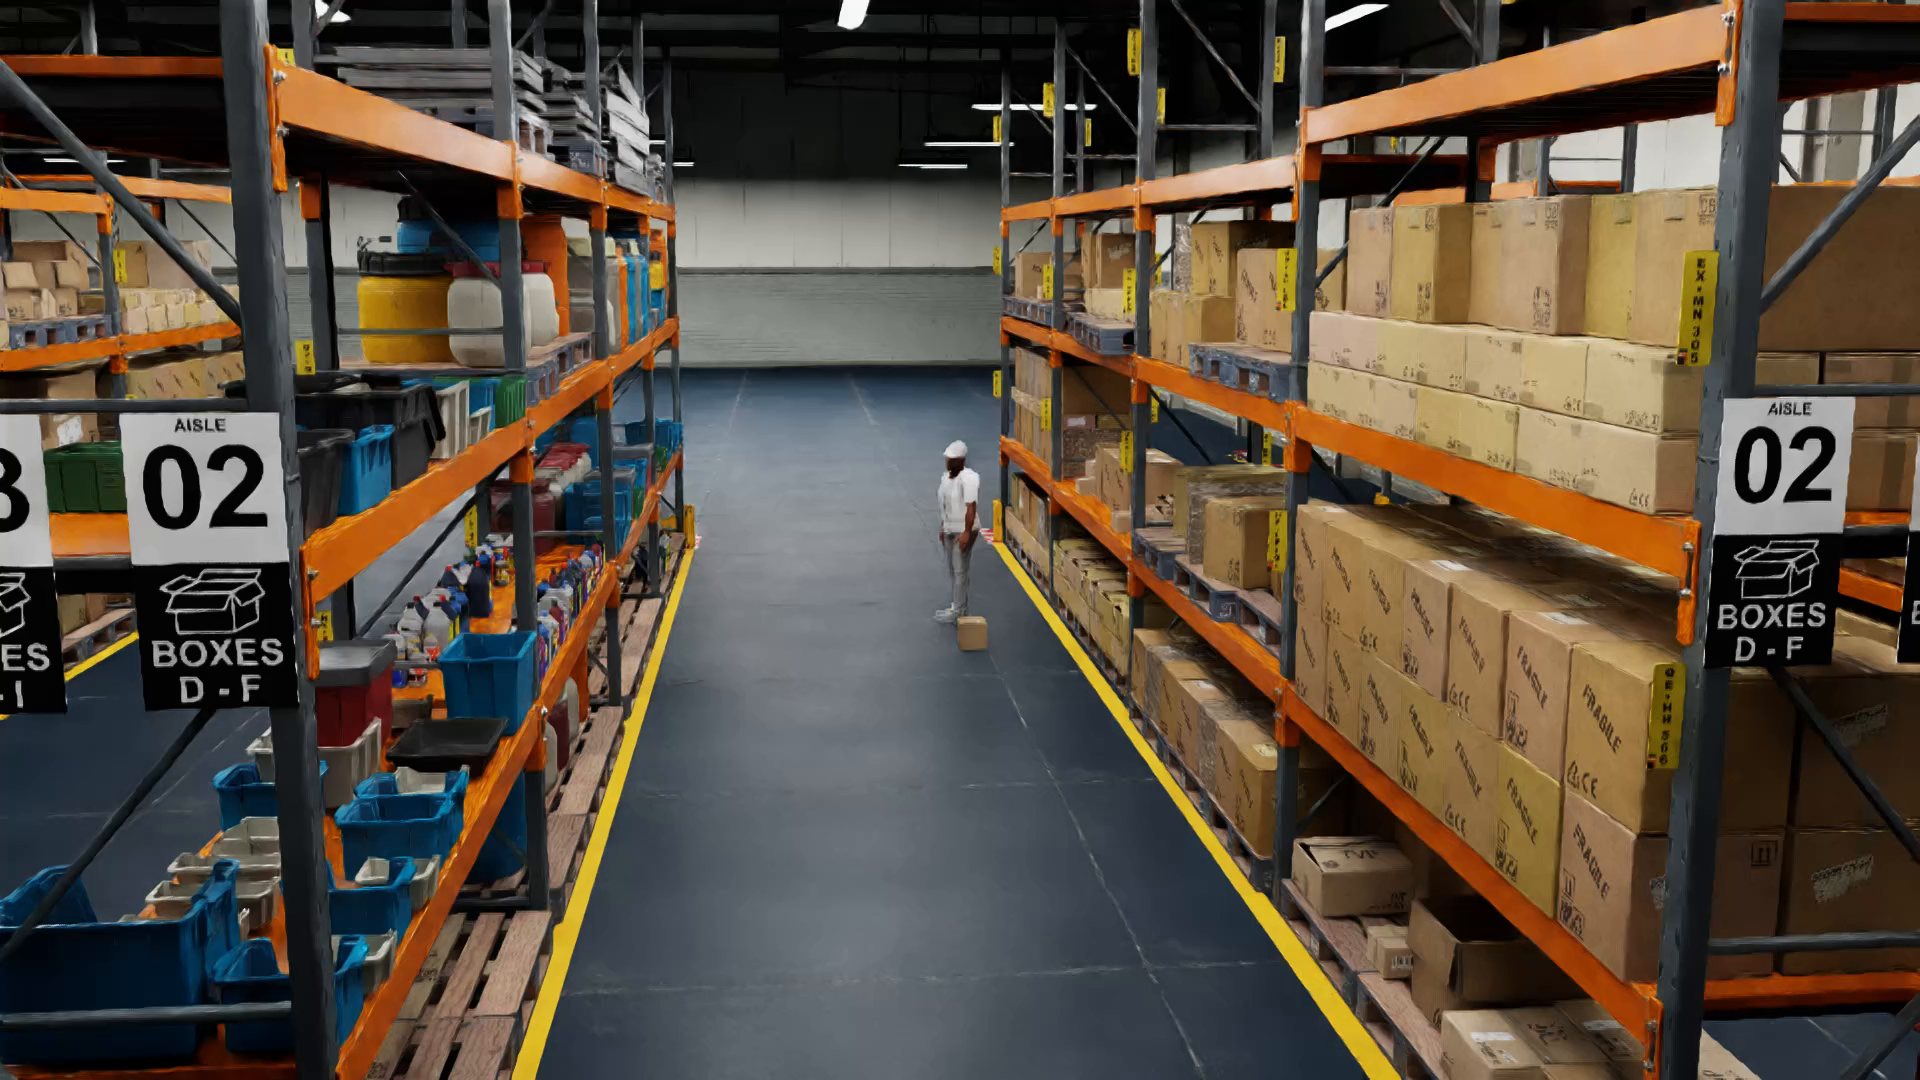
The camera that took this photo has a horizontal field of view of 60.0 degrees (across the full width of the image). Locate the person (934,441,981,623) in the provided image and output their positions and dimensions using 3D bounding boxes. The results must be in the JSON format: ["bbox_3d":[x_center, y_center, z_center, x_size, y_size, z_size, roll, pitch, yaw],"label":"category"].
[{"bbox_3d":[-0.098,-0.085,16.177,0.521,1.768,0.650,-6,12,-30],"label":"person"}]
